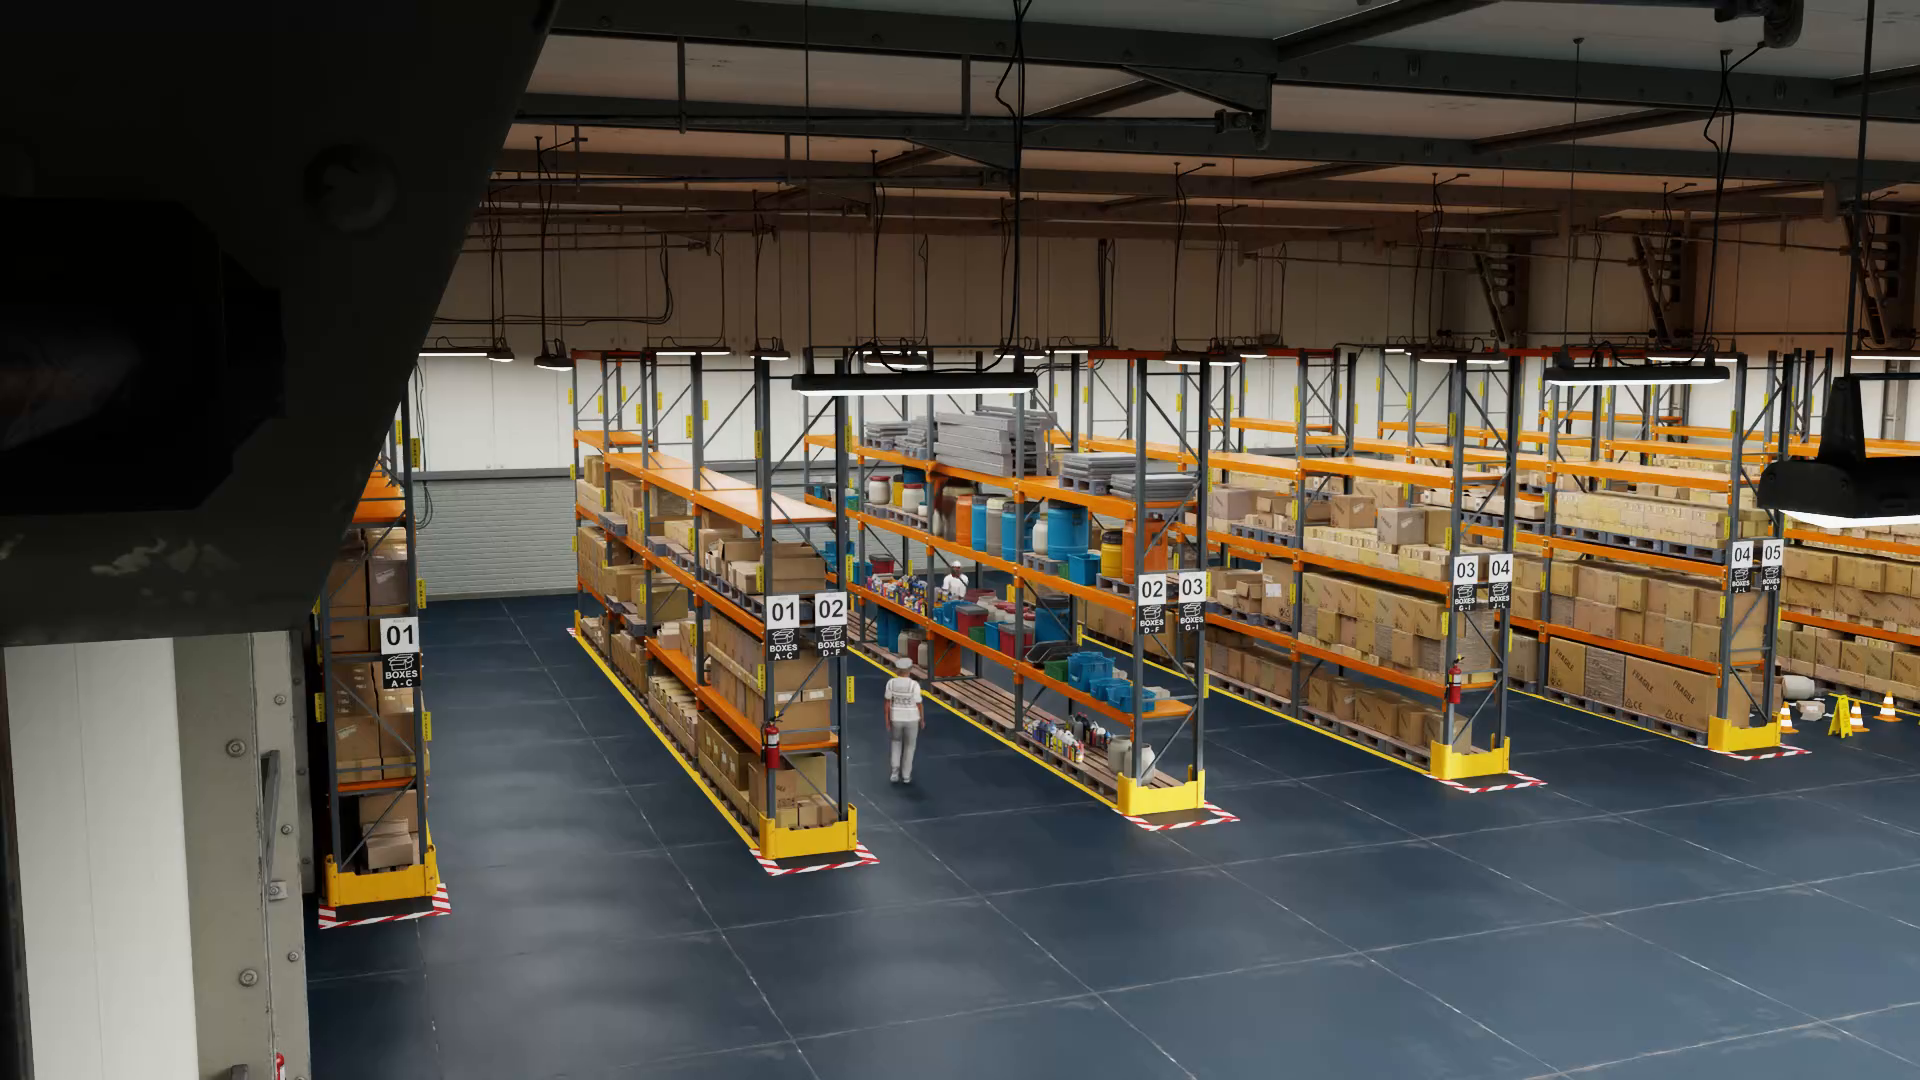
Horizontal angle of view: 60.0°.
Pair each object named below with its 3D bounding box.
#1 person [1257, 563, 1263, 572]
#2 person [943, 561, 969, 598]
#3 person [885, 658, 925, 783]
[{"bbox_3d":[7.950,0.016,43.653,0.478,1.799,0.567,-6,9,-41],"label":"person"},{"bbox_3d":[-0.048,1.289,33.686,0.660,1.726,0.999,-5,8,-33],"label":"person"},{"bbox_3d":[-0.774,2.544,23.469,0.557,1.805,0.465,2,7,13],"label":"person"}]
